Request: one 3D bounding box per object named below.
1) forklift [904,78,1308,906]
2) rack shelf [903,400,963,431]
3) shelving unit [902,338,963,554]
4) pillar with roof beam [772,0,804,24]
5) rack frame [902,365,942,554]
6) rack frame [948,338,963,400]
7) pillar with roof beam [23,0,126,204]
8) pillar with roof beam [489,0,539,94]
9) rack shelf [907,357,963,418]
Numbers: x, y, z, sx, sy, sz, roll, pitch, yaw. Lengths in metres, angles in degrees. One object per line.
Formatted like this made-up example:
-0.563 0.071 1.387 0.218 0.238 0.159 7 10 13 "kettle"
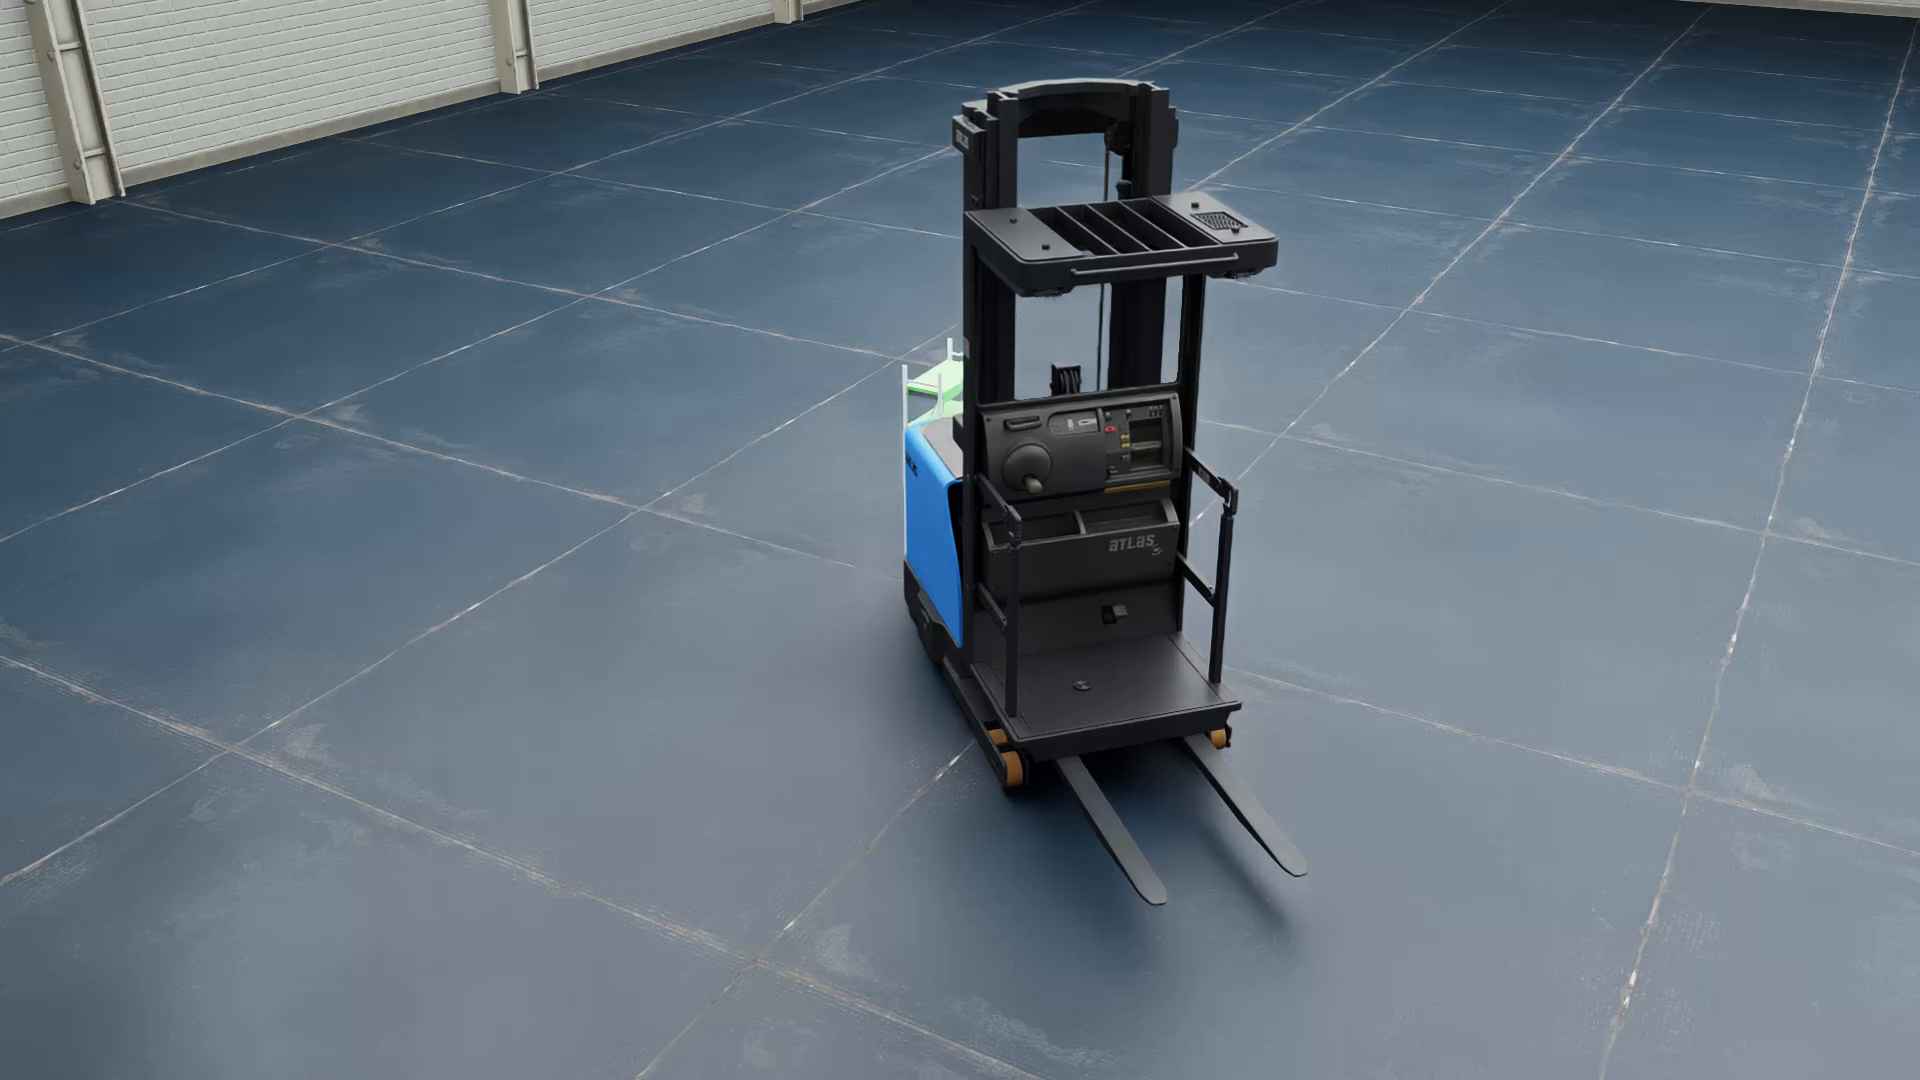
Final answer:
0.620 -0.390 7.256 1.130 2.935 3.031 -8 28 -15 "forklift"
-0.081 -0.629 9.274 0.258 0.148 0.480 14 30 26 "rack shelf"
-0.081 -0.472 9.353 0.258 1.200 0.503 14 30 26 "shelving unit"
1.075 -11.160 21.992 9.100 9.000 0.400 14 30 26 "pillar with roof beam"
-0.201 -0.377 9.163 0.240 1.200 0.015 14 30 26 "rack frame"
0.039 -0.567 9.543 0.240 1.200 0.015 14 30 26 "rack frame"
-4.828 -6.484 12.650 9.100 9.000 0.400 14 30 26 "pillar with roof beam"
-1.876 -8.822 17.321 9.100 9.000 0.400 14 30 26 "pillar with roof beam"
-0.081 -0.844 9.166 0.258 0.148 0.480 14 30 26 "rack shelf"
